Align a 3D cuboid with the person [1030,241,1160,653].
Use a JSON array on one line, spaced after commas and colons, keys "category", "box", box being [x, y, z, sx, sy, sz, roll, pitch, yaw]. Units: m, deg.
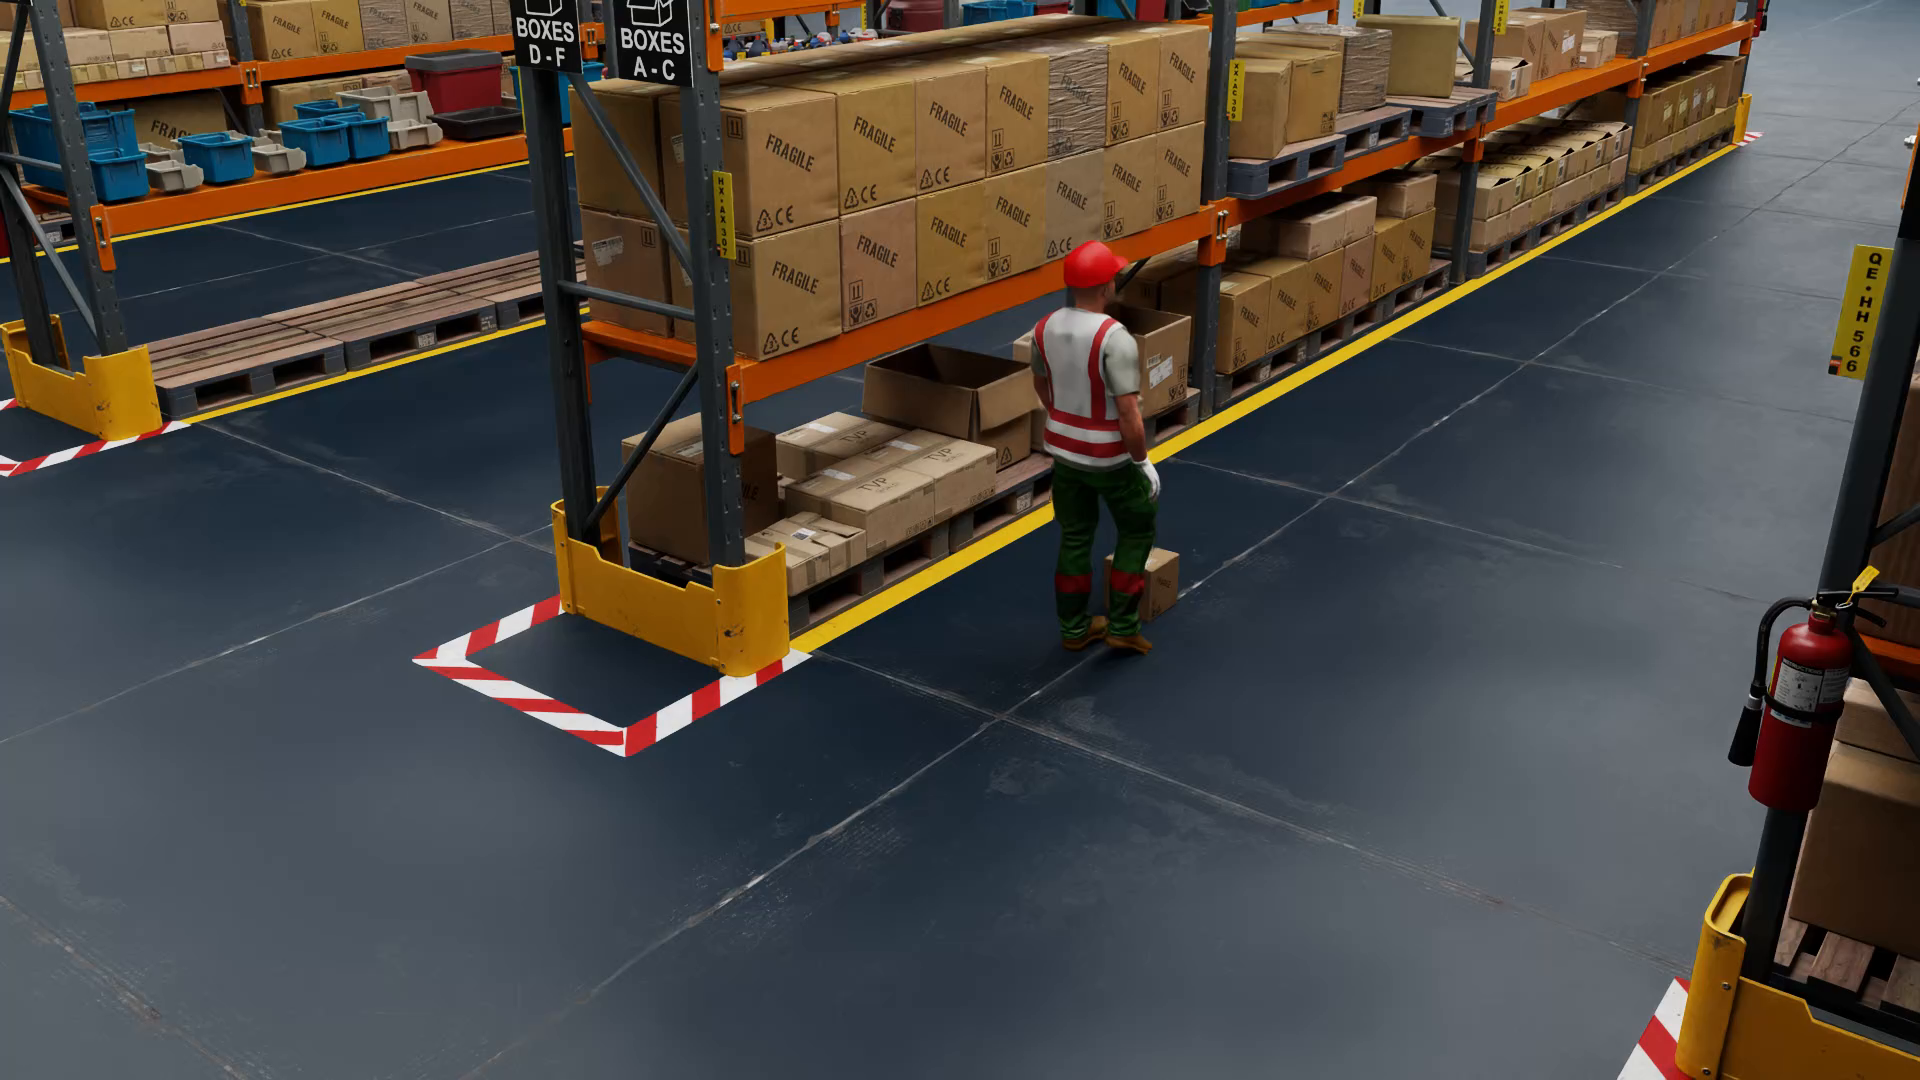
[{"category": "person", "box": [0.597, -0.333, 6.903, 0.635, 1.852, 0.462, 18, 29, 36]}]
